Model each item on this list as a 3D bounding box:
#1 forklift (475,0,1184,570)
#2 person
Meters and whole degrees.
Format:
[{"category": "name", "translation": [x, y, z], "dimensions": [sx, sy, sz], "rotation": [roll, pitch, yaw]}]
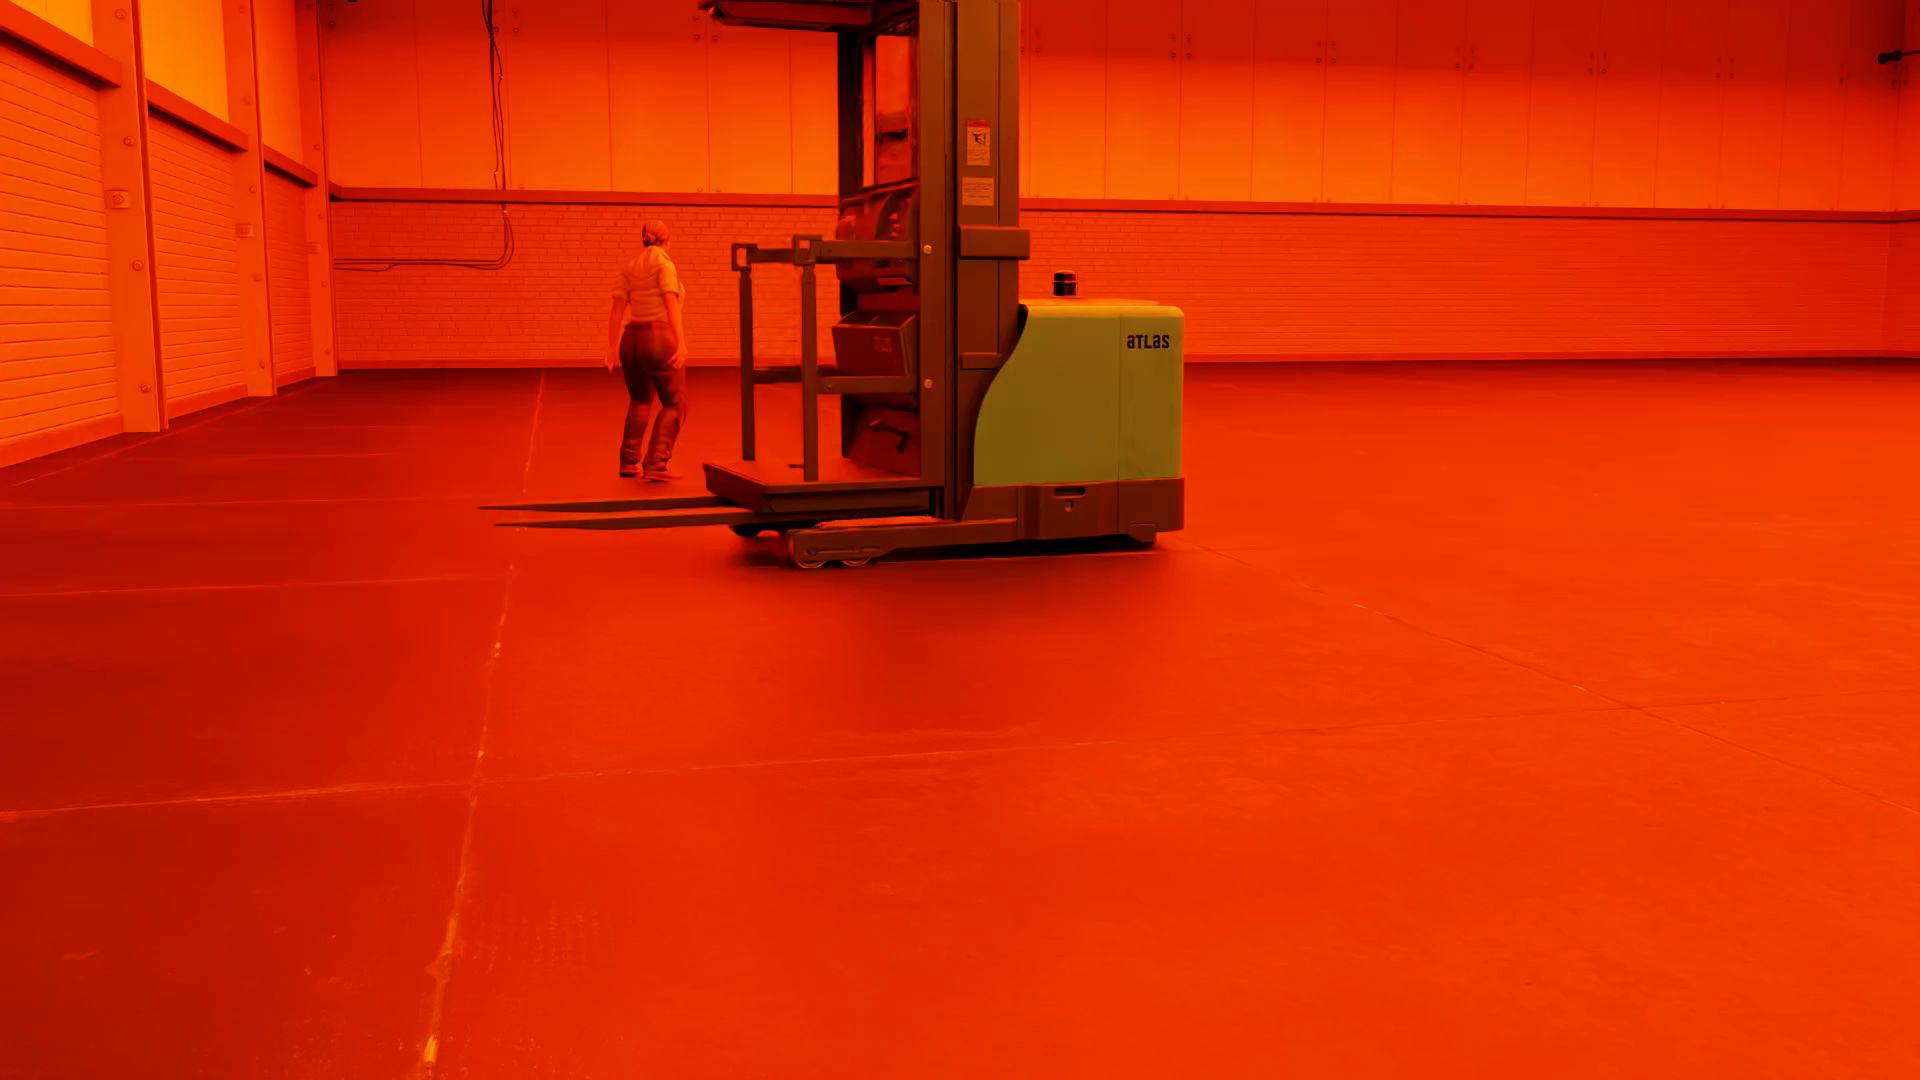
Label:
[{"category": "forklift", "translation": [-0.553, -1.413, 7.227], "dimensions": [3.031, 2.935, 1.130], "rotation": [-3, 9, -22]}, {"category": "person", "translation": [-1.946, -1.181, 10.376], "dimensions": [0.814, 1.621, 0.389], "rotation": [6, 10, 39]}]
